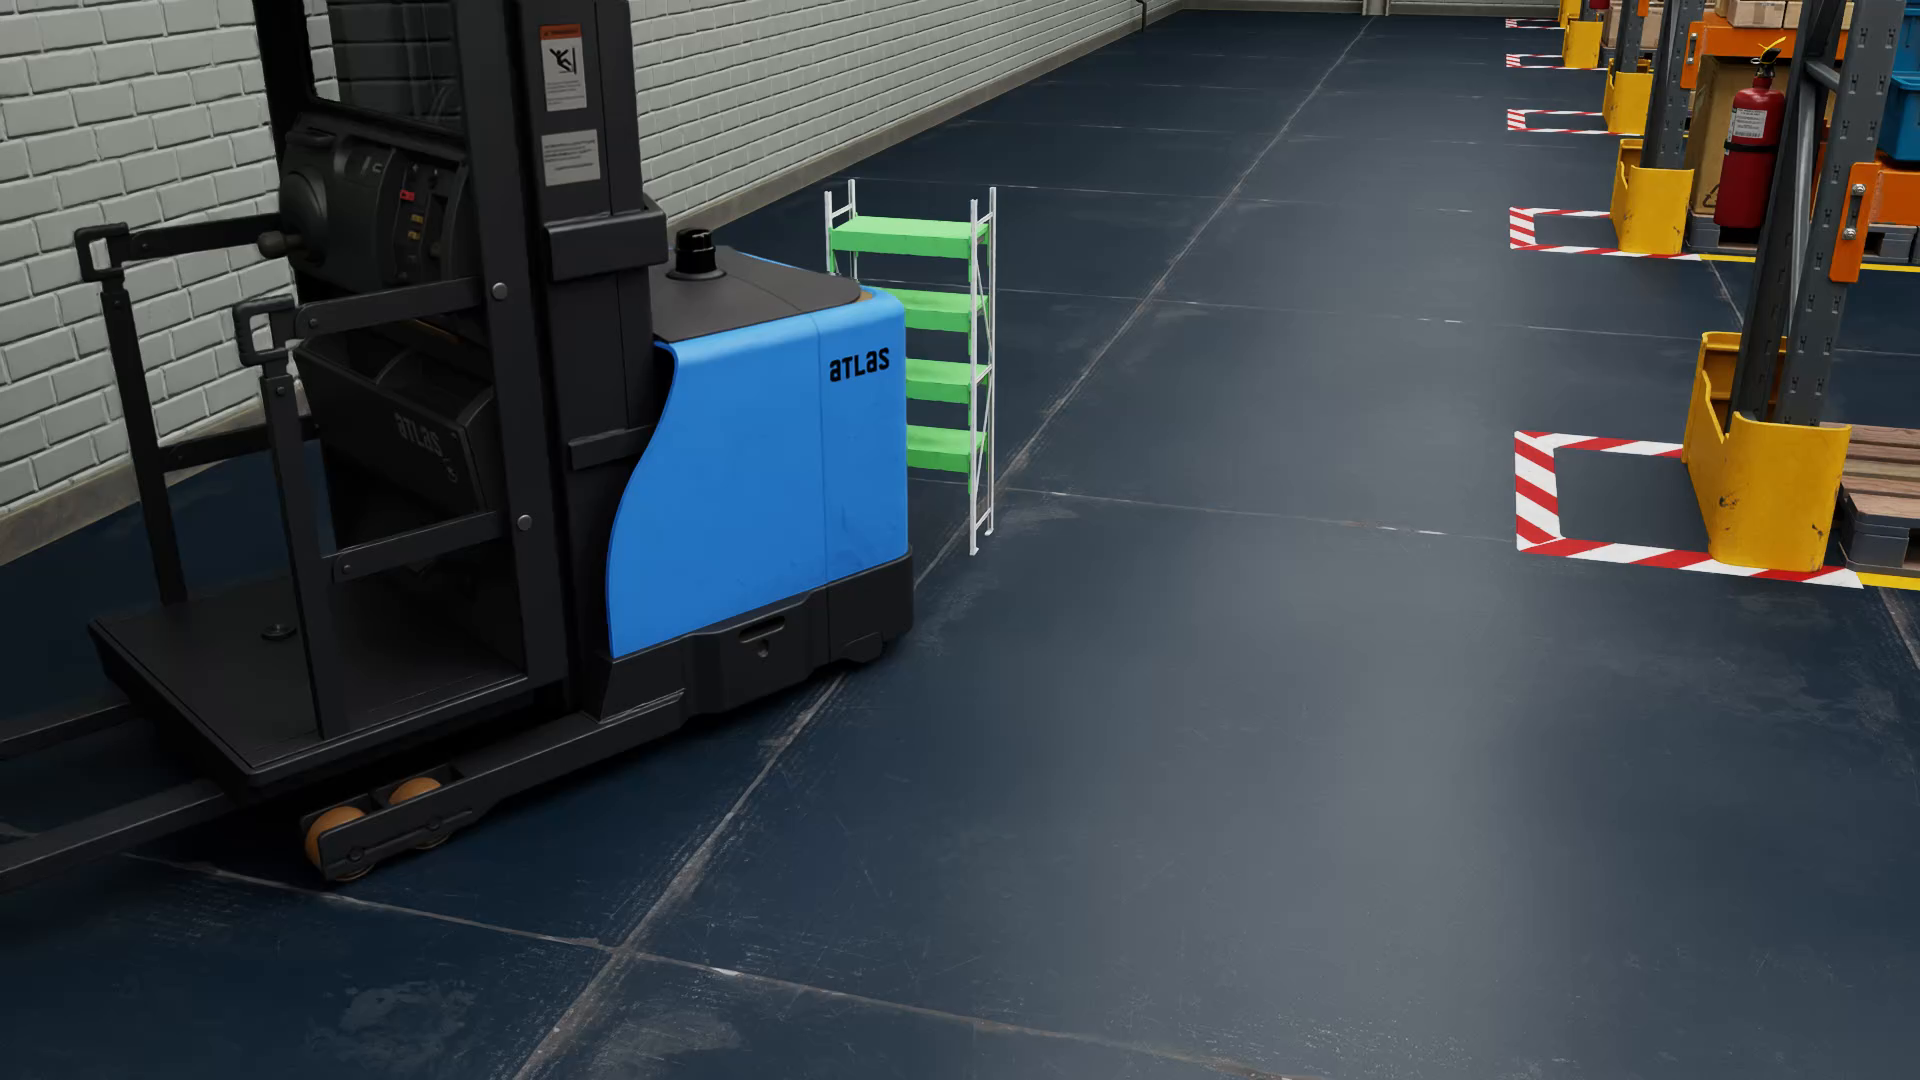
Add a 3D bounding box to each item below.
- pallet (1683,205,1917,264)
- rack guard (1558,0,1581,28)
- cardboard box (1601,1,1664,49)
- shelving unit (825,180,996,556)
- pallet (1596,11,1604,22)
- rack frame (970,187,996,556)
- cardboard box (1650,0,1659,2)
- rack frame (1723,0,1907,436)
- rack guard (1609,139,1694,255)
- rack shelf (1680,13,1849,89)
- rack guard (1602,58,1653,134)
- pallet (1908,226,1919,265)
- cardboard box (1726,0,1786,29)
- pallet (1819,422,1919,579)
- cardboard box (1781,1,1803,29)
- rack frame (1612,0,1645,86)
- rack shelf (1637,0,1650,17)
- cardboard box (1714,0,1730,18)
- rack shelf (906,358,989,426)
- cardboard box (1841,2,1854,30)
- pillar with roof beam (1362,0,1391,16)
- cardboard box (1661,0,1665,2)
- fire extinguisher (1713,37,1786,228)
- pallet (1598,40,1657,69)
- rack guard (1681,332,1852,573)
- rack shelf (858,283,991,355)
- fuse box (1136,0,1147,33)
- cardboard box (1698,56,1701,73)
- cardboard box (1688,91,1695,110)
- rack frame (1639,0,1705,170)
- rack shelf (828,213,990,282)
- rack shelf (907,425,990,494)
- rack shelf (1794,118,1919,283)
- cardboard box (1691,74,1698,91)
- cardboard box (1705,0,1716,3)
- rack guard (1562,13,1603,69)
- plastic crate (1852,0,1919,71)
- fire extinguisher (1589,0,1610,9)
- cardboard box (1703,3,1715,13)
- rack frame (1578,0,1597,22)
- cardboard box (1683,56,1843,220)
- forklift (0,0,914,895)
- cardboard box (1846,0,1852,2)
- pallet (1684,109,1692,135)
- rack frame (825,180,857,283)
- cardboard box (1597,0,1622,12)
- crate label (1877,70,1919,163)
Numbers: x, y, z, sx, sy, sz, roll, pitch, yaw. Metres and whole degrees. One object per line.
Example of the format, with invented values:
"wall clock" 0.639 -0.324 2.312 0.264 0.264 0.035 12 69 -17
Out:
"pallet" 5.103 -1.955 10.258 1.213 0.211 1.003 7 23 16
"rack guard" 8.681 -7.544 23.503 0.348 0.500 1.175 7 23 16
"cardboard box" 7.839 -5.878 18.970 0.875 0.438 0.875 6 23 14
"shelving unit" -0.158 -0.573 5.587 0.503 1.200 0.258 7 23 16
"pallet" 9.444 -7.323 23.345 1.213 0.211 1.003 7 23 16
"rack frame" 0.075 -0.547 5.521 0.015 1.200 0.240 7 23 16
"cardboard box" 9.562 -7.422 23.115 0.250 0.149 0.380 6 23 13
"rack frame" 2.884 -1.505 5.486 0.127 3.000 1.000 7 23 16
"rack guard" 4.292 -2.151 10.354 0.348 0.500 1.175 7 23 16
"rack shelf" 6.230 -2.752 9.475 4.000 0.370 1.077 7 23 16
"rack guard" 5.917 -3.931 14.694 0.348 0.500 1.175 7 23 16
"pallet" 6.267 -1.821 9.930 1.213 0.211 1.003 7 23 16
"cardboard box" 4.560 -3.029 9.534 0.250 0.149 0.380 7 23 16
"pallet" 3.663 -0.110 5.761 1.213 0.211 1.003 7 23 16
"cardboard box" 4.806 -3.002 9.467 0.250 0.149 0.380 6 23 15
"rack frame" 5.845 -5.095 14.240 0.127 3.000 1.000 7 23 16
"rack shelf" 7.759 -4.543 13.842 4.000 0.370 1.077 7 23 16
"cardboard box" 4.751 -3.269 10.118 0.250 0.149 0.380 7 23 17
"rack shelf" -0.158 -0.514 5.611 0.480 0.148 0.258 7 23 16
"cardboard box" 5.051 -2.974 9.398 0.250 0.149 0.380 6 23 14
"pillar with roof beam" 5.043 -10.543 19.616 0.400 9.000 9.100 7 23 16
"cardboard box" 9.973 -7.537 22.933 0.500 0.500 0.700 8 23 18
"fire extinguisher" 2.871 -1.478 6.015 0.183 0.674 0.296 7 23 16
"pallet" 7.966 -5.556 19.036 1.213 0.211 1.003 7 23 16
"rack guard" 2.858 -0.346 5.956 0.348 0.500 1.175 7 23 16
"rack shelf" -0.158 -0.736 5.520 0.480 0.148 0.258 7 23 16
"fuse box" 2.519 -7.666 22.204 0.414 1.711 0.539 7 23 16
"cardboard box" 6.248 -4.065 14.147 0.250 0.149 0.380 5 23 13
"cardboard box" 6.254 -3.797 14.277 0.250 0.149 0.380 7 23 17
"rack frame" 4.315 -3.304 9.873 0.127 3.000 1.000 7 23 16
"rack shelf" -0.158 -0.958 5.429 0.480 0.148 0.258 7 23 16
"rack shelf" -0.158 -0.292 5.702 0.480 0.148 0.258 7 23 16
"rack shelf" 4.799 -0.953 5.088 4.000 0.370 1.077 7 23 16
"cardboard box" 6.272 -3.958 14.277 0.250 0.149 0.380 8 23 18
"cardboard box" 10.451 -7.443 22.703 0.500 0.500 0.500 7 23 17
"rack guard" 7.155 -5.751 19.132 0.348 0.500 1.175 7 23 16
"plastic crate" 3.259 -1.580 5.544 0.499 0.435 0.616 7 23 16
"fire extinguisher" 5.737 -5.082 14.801 0.183 0.674 0.296 7 23 16
"cardboard box" 8.717 -5.781 18.733 0.875 0.438 0.875 7 23 17
"rack frame" 7.178 -6.905 18.651 0.127 3.000 1.000 7 23 16
"cardboard box" 4.951 -2.475 10.097 0.875 0.875 0.875 7 23 16
"forklift" -1.558 -0.791 3.835 3.031 2.935 1.130 -20 29 -39
"cardboard box" 5.196 -3.167 9.345 0.500 0.250 0.500 6 23 15
"pallet" 6.685 -3.695 14.500 1.213 0.211 1.003 7 23 16
"rack frame" -0.392 -0.600 5.652 0.015 1.200 0.240 7 23 16
"cardboard box" 9.166 -7.647 23.195 0.637 0.503 0.797 6 23 13
"crate label" 3.026 -1.309 5.149 0.303 0.233 0.416 7 23 16
